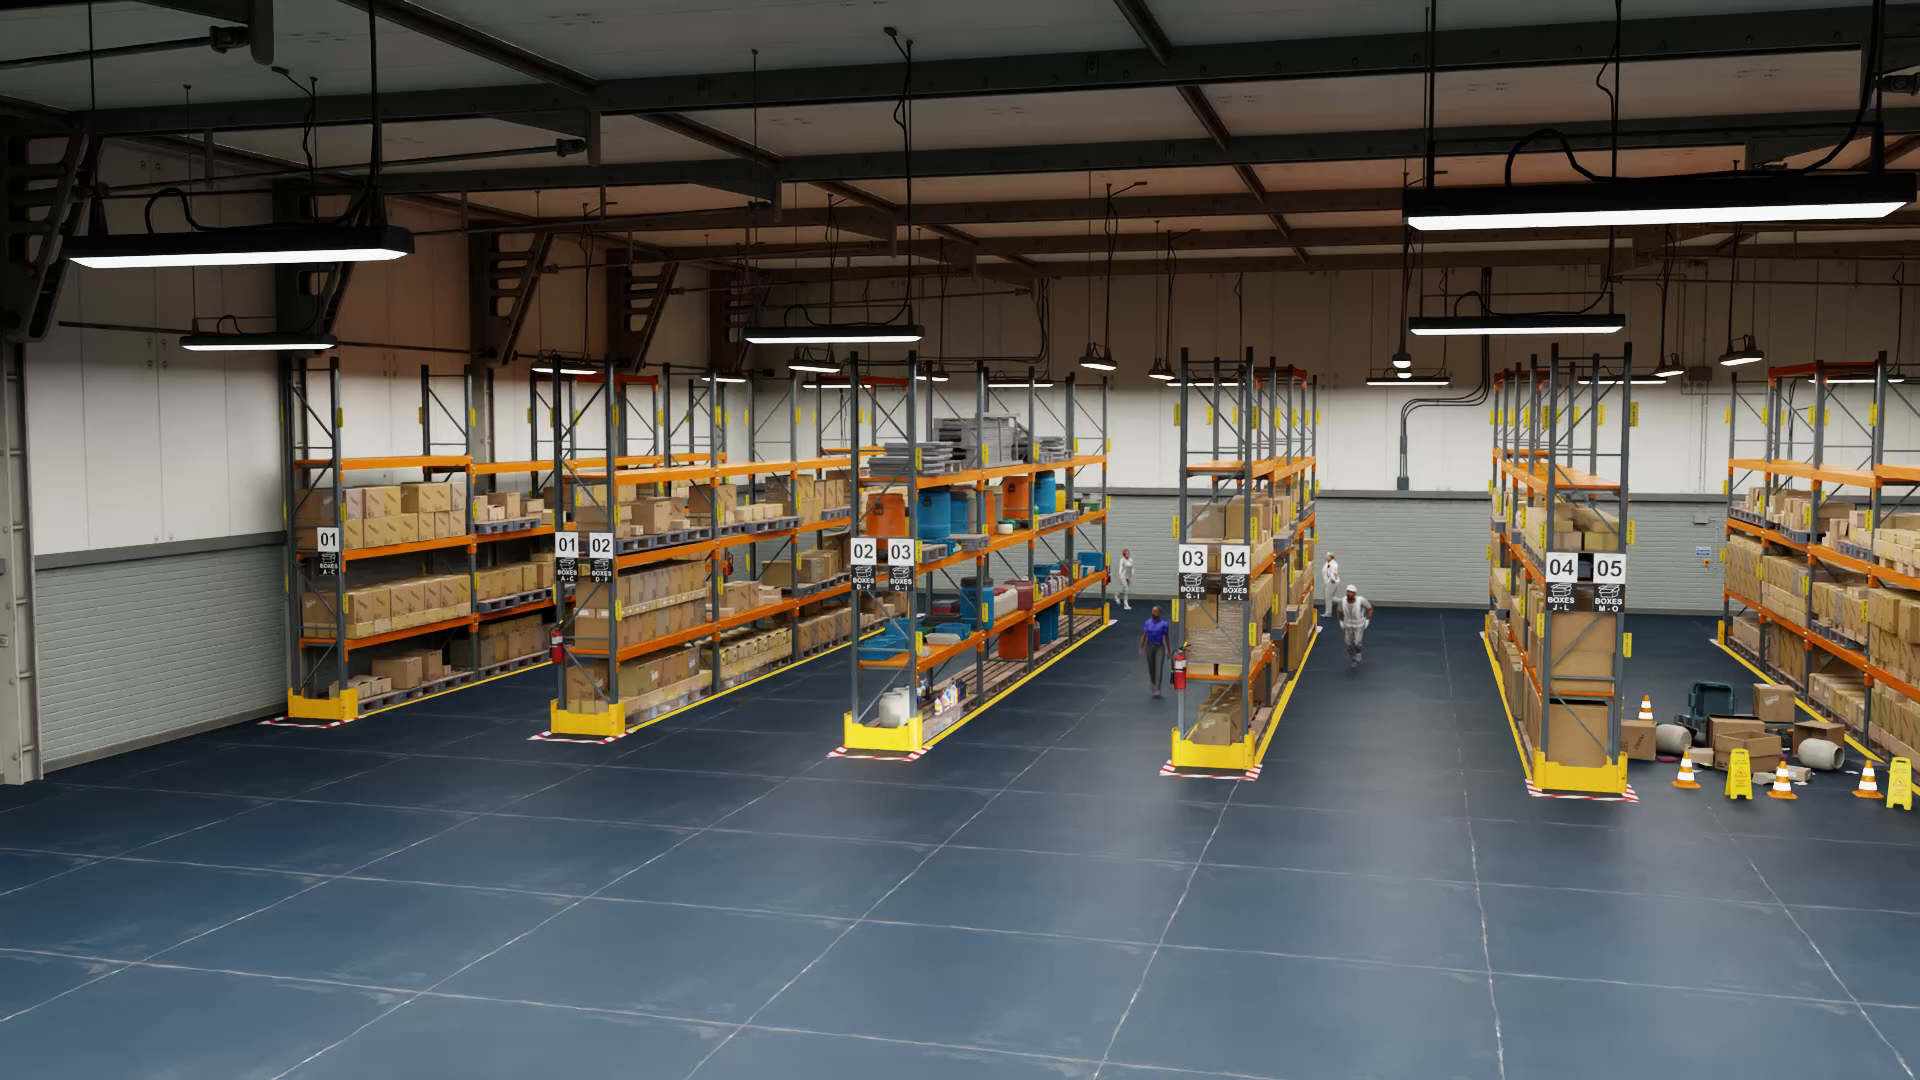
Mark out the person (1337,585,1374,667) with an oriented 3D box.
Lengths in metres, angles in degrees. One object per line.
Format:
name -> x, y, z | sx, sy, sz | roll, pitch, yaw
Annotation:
person -> 7.906, 1.721, 33.307 | 0.727, 1.682, 0.651 | 2, 5, 24

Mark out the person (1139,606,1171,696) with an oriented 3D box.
person -> 3.530, 1.981, 30.113 | 0.553, 1.588, 1.051 | 1, 4, 13

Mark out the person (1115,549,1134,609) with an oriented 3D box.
person -> 4.302, 1.021, 43.578 | 0.415, 1.529, 0.717 | -4, 6, -40

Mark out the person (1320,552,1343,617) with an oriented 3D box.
person -> 9.414, 1.102, 41.847 | 0.752, 1.632, 0.512 | 0, 4, -4
